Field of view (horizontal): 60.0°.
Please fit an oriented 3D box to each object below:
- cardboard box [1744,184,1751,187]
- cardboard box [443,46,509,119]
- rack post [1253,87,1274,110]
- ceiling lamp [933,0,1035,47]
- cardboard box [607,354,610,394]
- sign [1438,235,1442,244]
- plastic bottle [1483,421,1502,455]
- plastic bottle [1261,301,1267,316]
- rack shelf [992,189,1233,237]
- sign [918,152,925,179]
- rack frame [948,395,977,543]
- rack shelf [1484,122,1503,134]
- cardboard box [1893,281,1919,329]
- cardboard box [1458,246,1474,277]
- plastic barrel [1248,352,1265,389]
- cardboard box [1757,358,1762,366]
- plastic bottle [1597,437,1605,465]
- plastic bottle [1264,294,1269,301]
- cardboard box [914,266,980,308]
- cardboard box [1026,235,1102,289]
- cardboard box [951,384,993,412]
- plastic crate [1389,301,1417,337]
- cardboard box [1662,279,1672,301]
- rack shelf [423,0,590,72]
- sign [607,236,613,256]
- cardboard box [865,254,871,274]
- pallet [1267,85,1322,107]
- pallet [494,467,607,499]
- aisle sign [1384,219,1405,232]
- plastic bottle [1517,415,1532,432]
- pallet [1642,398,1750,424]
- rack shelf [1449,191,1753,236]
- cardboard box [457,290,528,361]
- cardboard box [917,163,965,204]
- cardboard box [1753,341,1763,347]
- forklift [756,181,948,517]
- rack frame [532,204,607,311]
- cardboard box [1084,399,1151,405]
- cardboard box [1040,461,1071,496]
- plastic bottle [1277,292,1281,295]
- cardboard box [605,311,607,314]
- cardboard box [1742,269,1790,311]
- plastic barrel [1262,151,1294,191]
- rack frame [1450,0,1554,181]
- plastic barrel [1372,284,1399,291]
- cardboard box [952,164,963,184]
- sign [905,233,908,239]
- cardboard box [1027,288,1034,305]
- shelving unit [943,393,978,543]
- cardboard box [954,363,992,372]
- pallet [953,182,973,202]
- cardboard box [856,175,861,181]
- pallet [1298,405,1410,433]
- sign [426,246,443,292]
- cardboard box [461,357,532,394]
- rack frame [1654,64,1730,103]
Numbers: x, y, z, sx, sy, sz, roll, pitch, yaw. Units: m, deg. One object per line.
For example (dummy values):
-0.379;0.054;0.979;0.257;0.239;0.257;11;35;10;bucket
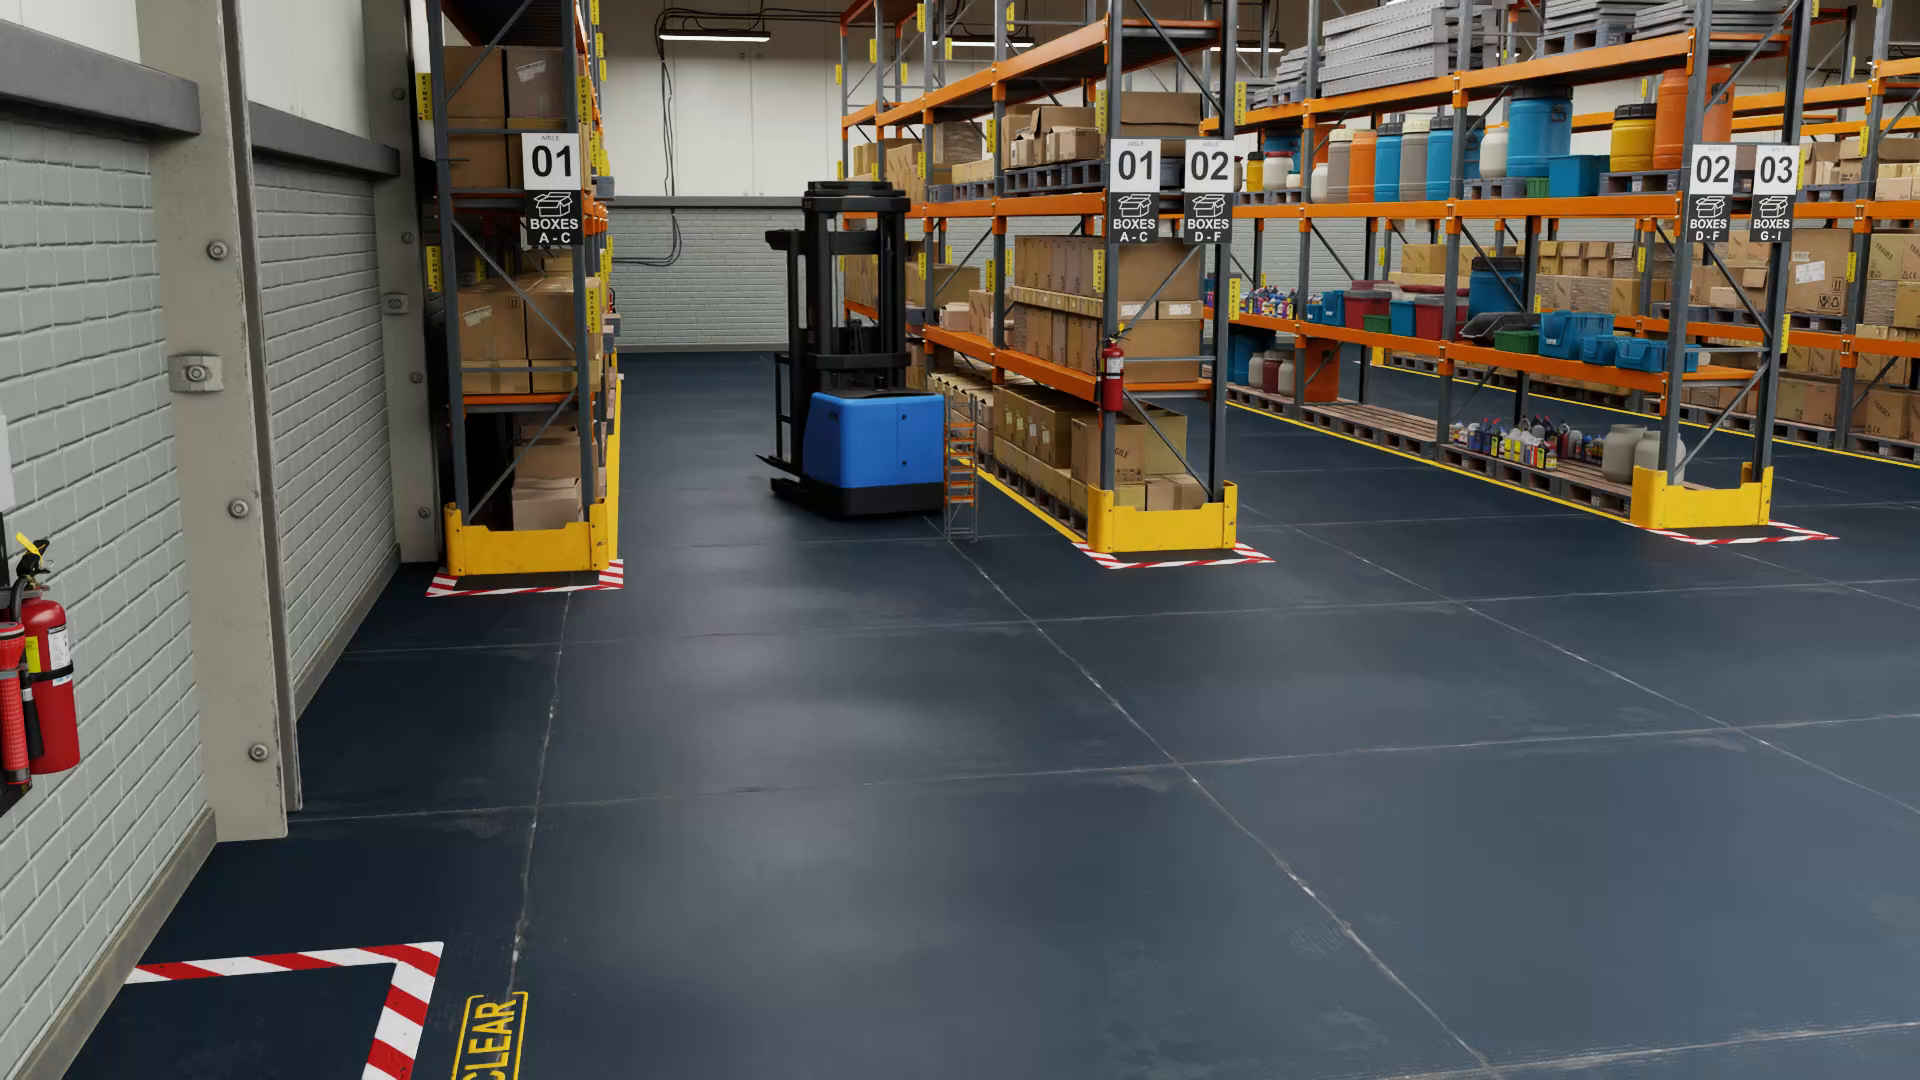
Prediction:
9.834;-4.369;21.006;0.500;0.250;0.500;-2;11;-10;cardboard box
-3.577;-3.338;12.195;0.500;0.500;0.500;-2;11;-8;cardboard box
4.665;-6.141;23.230;0.937;0.300;0.954;-1;11;-5;rack post
0.442;-10.757;30.536;2.000;3.185;0.800;-2;11;-11;ceiling lamp
-5.141;-2.319;22.482;0.750;0.750;0.750;-2;11;-9;cardboard box
8.762;-5.422;30.431;0.100;0.325;0.005;-2;11;-11;sign
5.489;-1.056;17.129;0.144;0.351;0.185;-3;11;-13;plastic bottle
4.246;-3.223;23.136;0.097;0.201;0.097;0;11;0;plastic bottle
1.232;-2.913;14.878;1.077;0.370;4.000;-2;11;-11;rack shelf
-0.467;-4.601;20.443;0.100;0.325;0.005;-2;11;-11;sign
0.021;-0.570;13.482;0.240;1.200;0.006;-2;11;-11;rack frame
8.616;-6.750;28.088;1.077;0.370;4.000;-2;11;-11;rack shelf
10.651;-2.536;17.937;0.875;0.500;0.500;-2;11;-11;cardboard box
8.560;-4.594;27.408;0.500;0.500;0.500;-2;11;-10;cardboard box
4.396;-2.453;24.093;0.421;0.512;0.421;0;11;0;plastic barrel
13.480;-3.013;28.007;0.380;0.149;0.250;-2;11;-10;cardboard box
6.367;-0.888;16.458;0.097;0.271;0.097;0;11;0;plastic bottle
4.311;-3.322;23.442;0.061;0.283;0.133;-2;11;-11;plastic bottle
-0.168;-3.260;21.410;0.700;0.500;0.500;-6;12;-30;cardboard box
1.035;-2.672;15.975;0.700;0.500;0.500;-2;11;-11;cardboard box
0.187;-1.633;18.986;0.500;0.311;0.500;-2;11;-12;cardboard box
5.183;-2.522;18.966;0.392;0.384;0.575;-2;11;-11;plastic crate
9.956;-3.401;23.273;0.500;0.500;0.500;-2;11;-9;cardboard box
-3.626;-4.204;13.648;1.077;0.370;4.000;-2;11;-11;rack shelf
-5.814;-4.882;27.592;0.100;0.325;0.005;-2;11;-11;sign
-1.167;-4.344;25.556;0.500;0.500;0.500;-2;11;-12;cardboard box
4.815;-5.864;22.011;1.213;0.211;1.003;-2;11;-11;pallet
-3.850;-0.487;15.689;1.003;0.211;1.213;-2;11;-11;pallet
7.919;-5.999;30.240;0.394;0.787;0.004;-2;11;-11;aisle sign
5.969;-1.141;17.575;0.144;0.351;0.185;-2;11;-11;plastic bottle
9.934;-1.739;22.270;1.003;0.211;1.213;-2;11;-11;pallet
6.092;-3.092;15.821;1.077;0.370;4.000;-2;11;-11;rack shelf
-3.537;-1.628;12.570;0.500;0.500;0.500;-2;11;-12;cardboard box
-0.053;-4.494;20.997;0.910;0.500;0.500;-2;11;-11;cardboard box
13.566;-3.302;27.932;0.380;0.149;0.250;-2;11;-9;cardboard box
-1.166;-1.872;15.693;1.130;2.935;3.031;-5;12;-24;forklift
-5.571;-3.446;23.777;1.000;3.000;0.127;-2;11;-11;rack frame
1.446;-1.031;15.317;0.500;0.500;0.500;-2;11;-11;cardboard box
1.019;-0.552;14.803;0.500;0.250;0.500;-2;11;-11;cardboard box
4.710;-3.525;24.526;0.152;0.276;0.135;-2;11;-11;plastic bottle
-5.040;-3.139;22.787;0.380;0.149;0.250;-2;11;-11;cardboard box
10.133;-3.090;20.512;0.797;0.503;0.637;-1;11;-5;cardboard box
4.432;-5.139;23.163;0.433;0.535;0.433;0;11;0;plastic barrel
5.703;-5.286;17.401;1.000;3.000;0.127;-2;11;-11;rack frame
5.334;-2.946;20.855;0.421;0.512;0.421;0;11;0;plastic barrel
0.209;-4.418;20.141;0.500;0.250;0.500;-3;11;-15;cardboard box
-0.942;-5.101;28.531;0.100;0.325;0.005;-2;11;-11;sign
0.859;-2.329;15.910;0.380;0.149;0.250;-2;11;-12;cardboard box
0.003;-0.587;13.570;0.258;1.200;0.189;-2;11;-11;shelving unit
0.150;-2.071;22.062;0.500;0.500;0.500;-3;11;-13;cardboard box
0.505;-3.947;18.896;1.003;0.211;1.213;-2;11;-8;pallet
-1.359;-5.627;26.278;0.500;0.250;0.500;-2;11;-11;cardboard box
5.037;-1.559;21.323;1.003;0.211;1.213;-2;11;-11;pallet
-3.785;-1.952;11.990;0.100;0.325;0.005;-2;11;-11;sign
-3.518;-1.260;12.640;0.500;0.250;0.500;-2;11;-10;cardboard box
9.783;-6.200;22.201;1.000;3.000;0.127;-2;11;-11;rack frame
